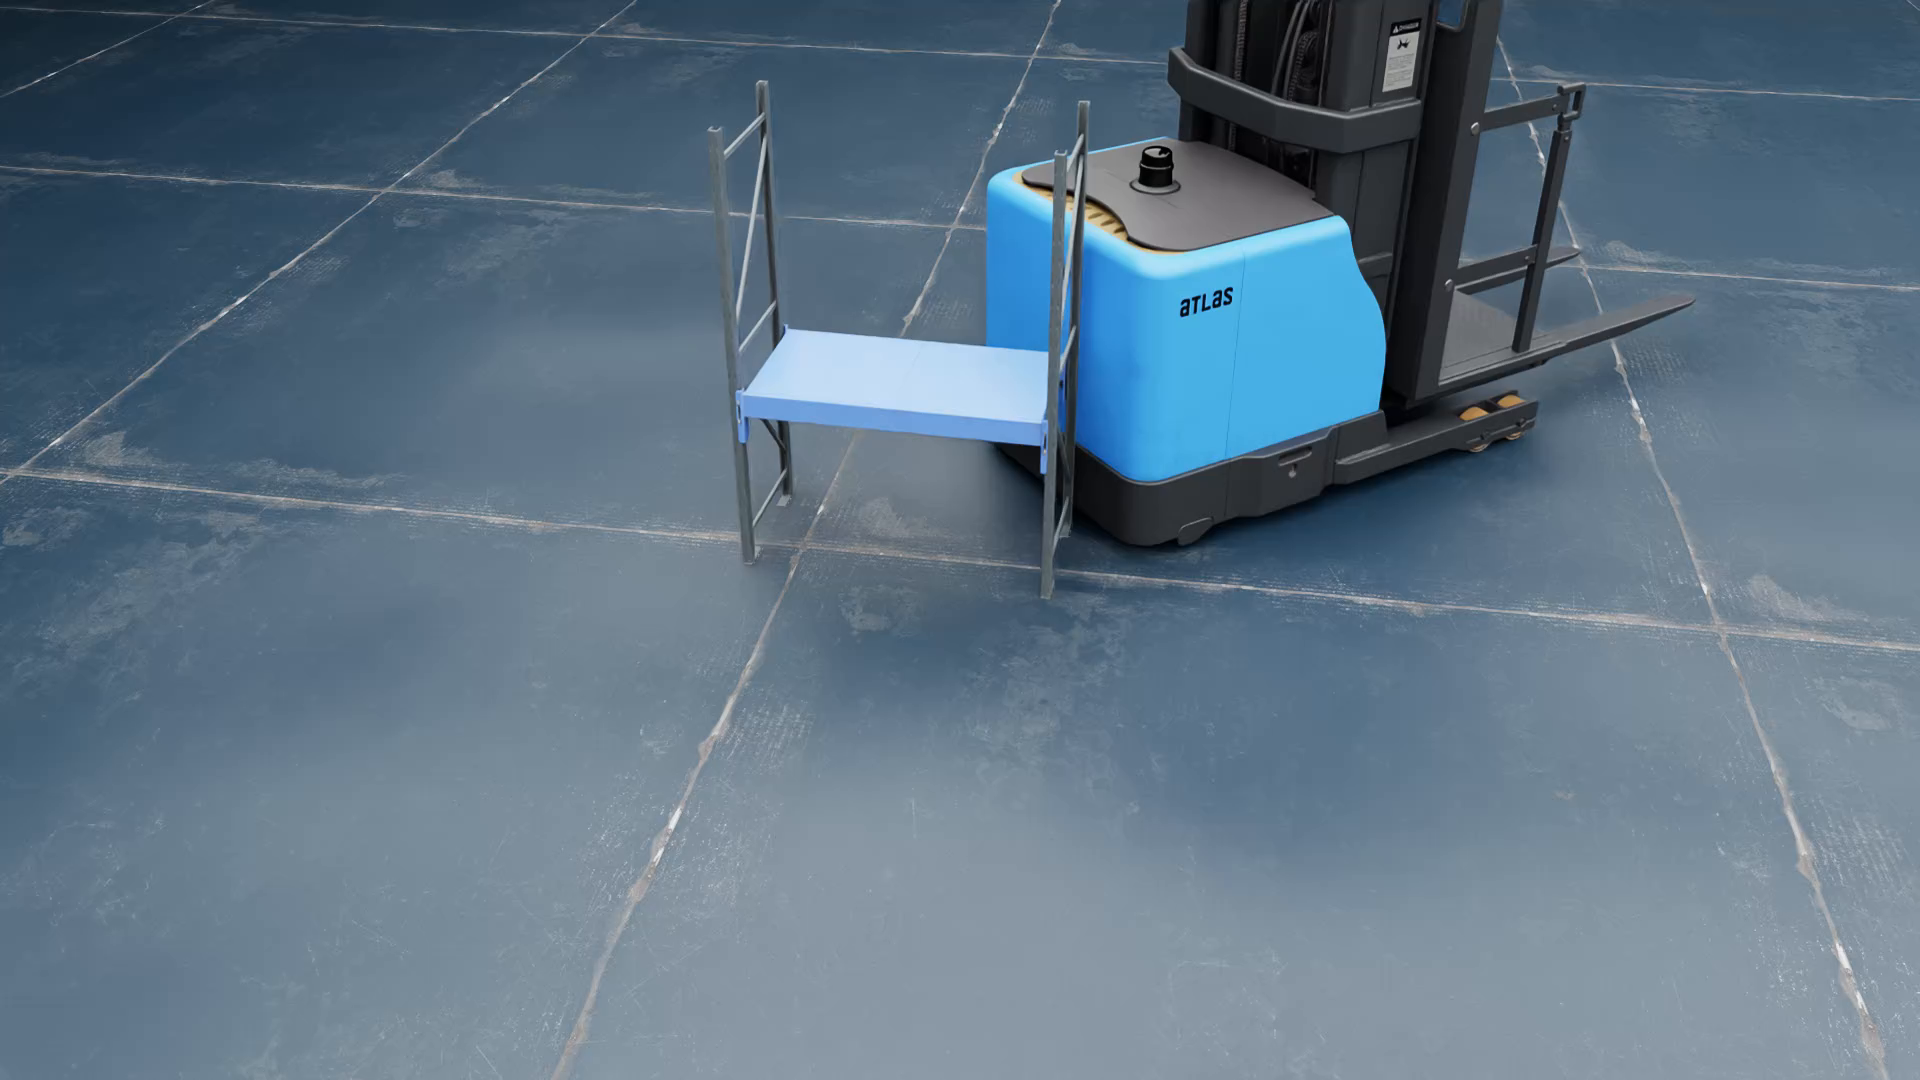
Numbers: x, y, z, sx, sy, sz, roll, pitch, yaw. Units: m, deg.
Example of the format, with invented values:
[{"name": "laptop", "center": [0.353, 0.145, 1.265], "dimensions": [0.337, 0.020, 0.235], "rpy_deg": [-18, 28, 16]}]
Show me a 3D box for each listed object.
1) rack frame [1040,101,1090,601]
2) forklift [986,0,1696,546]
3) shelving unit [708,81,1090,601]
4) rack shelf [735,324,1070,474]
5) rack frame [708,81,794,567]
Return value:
[{"name": "rack frame", "center": [0.329, -0.569, 5.245], "dimensions": [0.032, 1.500, 0.500], "rpy_deg": [6, 33, 10]}, {"name": "forklift", "center": [1.606, -1.795, 5.855], "dimensions": [3.031, 2.935, 1.130], "rpy_deg": [-18, 36, -26]}, {"name": "shelving unit", "center": [-0.169, -0.623, 5.332], "dimensions": [1.048, 1.500, 0.538], "rpy_deg": [6, 33, 10]}, {"name": "rack shelf", "center": [-0.169, -0.471, 5.428], "dimensions": [1.000, 0.185, 0.538], "rpy_deg": [6, 33, 10]}, {"name": "rack frame", "center": [-0.667, -0.678, 5.419], "dimensions": [0.032, 1.500, 0.500], "rpy_deg": [6, 33, 10]}]
